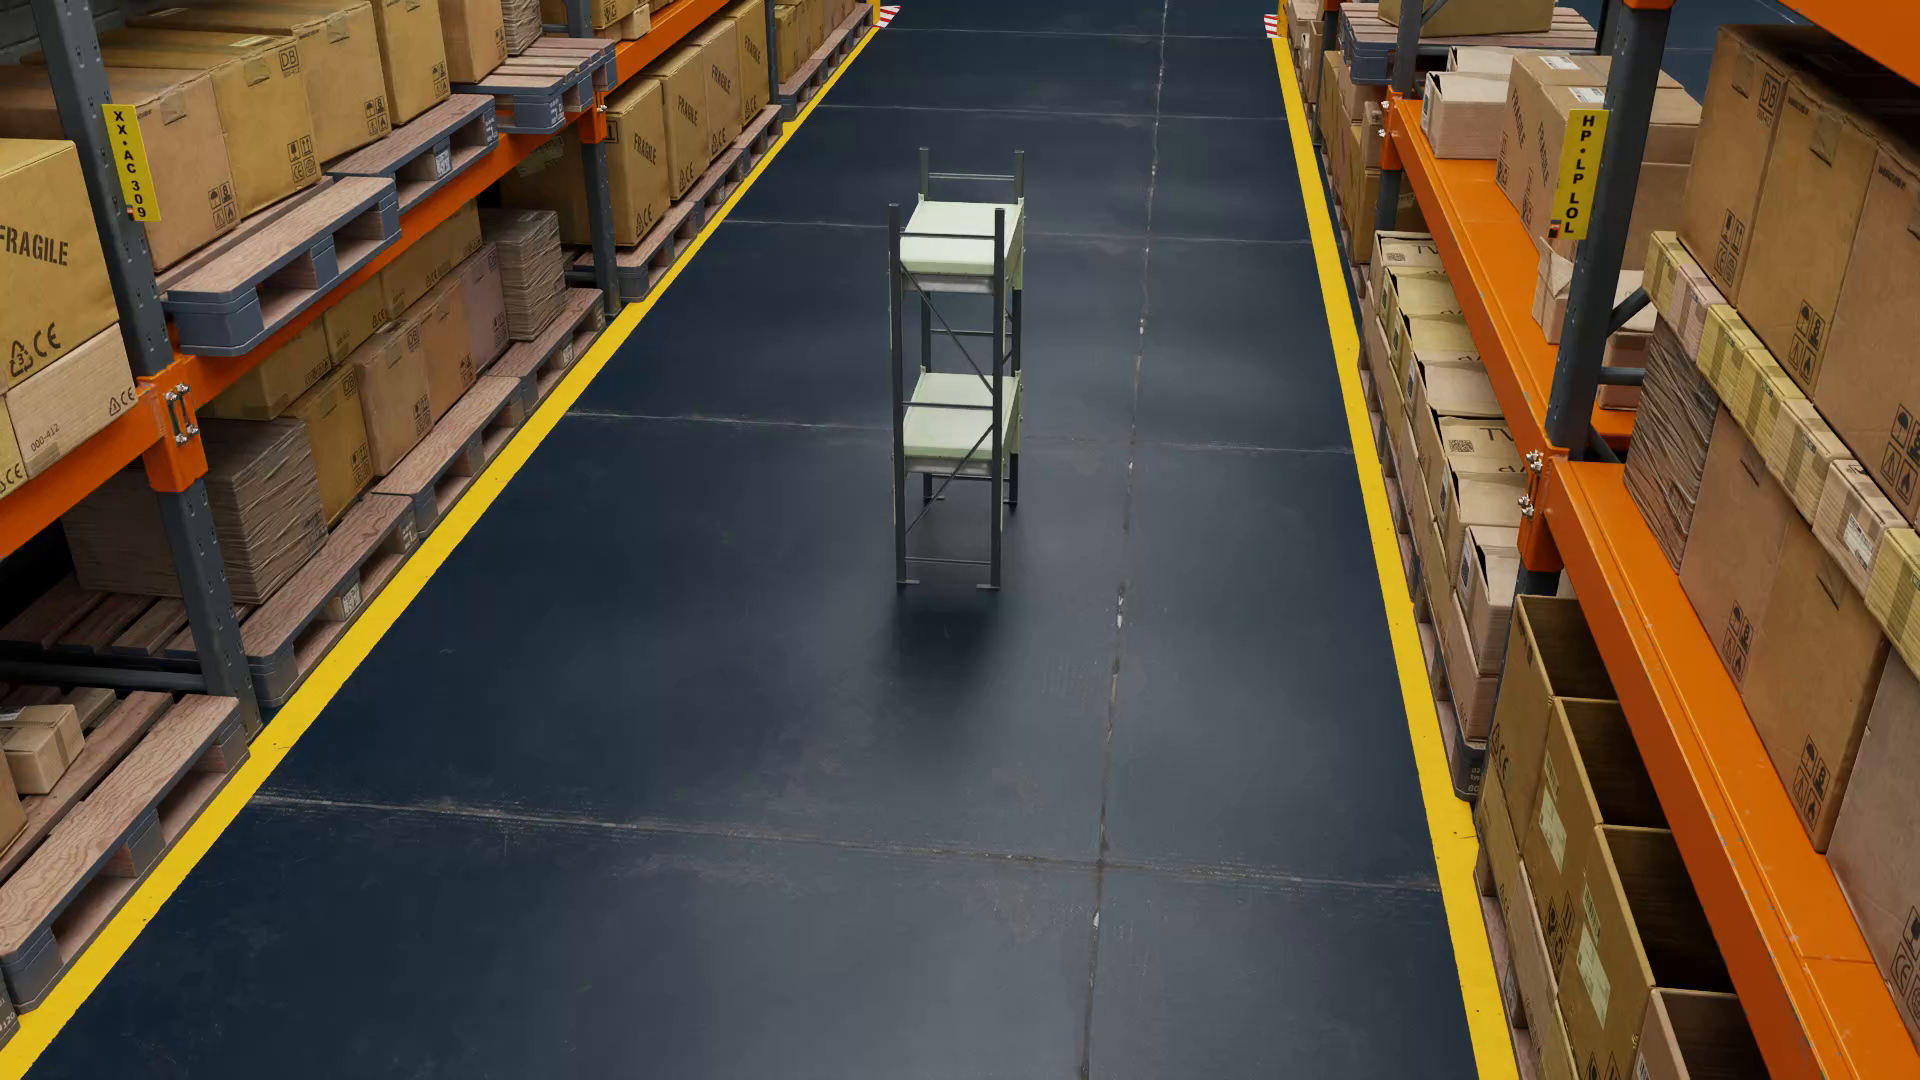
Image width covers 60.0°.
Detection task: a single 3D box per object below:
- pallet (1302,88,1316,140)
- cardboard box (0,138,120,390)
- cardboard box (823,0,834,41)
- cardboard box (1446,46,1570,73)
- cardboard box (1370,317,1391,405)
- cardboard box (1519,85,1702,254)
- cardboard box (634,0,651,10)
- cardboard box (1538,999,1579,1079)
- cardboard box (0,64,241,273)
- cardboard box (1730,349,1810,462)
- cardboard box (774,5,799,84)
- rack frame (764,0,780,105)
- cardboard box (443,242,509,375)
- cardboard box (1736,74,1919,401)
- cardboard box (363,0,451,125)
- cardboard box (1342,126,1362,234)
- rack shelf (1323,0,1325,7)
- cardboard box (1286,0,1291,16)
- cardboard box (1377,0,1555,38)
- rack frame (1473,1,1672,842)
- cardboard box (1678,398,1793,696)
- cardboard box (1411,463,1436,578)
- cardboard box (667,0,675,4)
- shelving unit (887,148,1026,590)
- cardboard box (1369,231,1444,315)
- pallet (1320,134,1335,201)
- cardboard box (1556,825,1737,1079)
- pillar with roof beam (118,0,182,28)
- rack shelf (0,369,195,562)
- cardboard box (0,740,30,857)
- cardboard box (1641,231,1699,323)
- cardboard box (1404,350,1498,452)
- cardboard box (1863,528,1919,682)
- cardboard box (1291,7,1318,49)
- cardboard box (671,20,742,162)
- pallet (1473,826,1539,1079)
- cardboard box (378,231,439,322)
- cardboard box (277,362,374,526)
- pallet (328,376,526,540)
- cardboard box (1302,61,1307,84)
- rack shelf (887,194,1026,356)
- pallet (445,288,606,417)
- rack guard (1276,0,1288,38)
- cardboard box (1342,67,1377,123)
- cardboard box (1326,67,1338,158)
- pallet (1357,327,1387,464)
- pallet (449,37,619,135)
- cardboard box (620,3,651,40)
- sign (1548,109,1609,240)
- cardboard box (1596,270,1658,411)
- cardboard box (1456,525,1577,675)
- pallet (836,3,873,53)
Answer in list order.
[{"bbox_3d":[3.143,-3.265,12.588,1.003,0.211,1.213,3,28,6],"label":"pallet"},{"bbox_3d":[-2.590,-0.722,4.274,0.500,0.500,0.500,3,28,6],"label":"cardboard box"},{"bbox_3d":[-1.477,-4.615,14.347,0.700,0.500,0.500,2,28,5],"label":"cardboard box"},{"bbox_3d":[2.480,-2.079,7.540,0.500,0.311,0.500,5,29,9],"label":"cardboard box"},{"bbox_3d":[2.152,-0.795,7.519,0.500,0.250,0.500,3,28,5],"label":"cardboard box"},{"bbox_3d":[2.314,-1.292,5.880,0.500,0.500,0.500,3,28,6],"label":"cardboard box"},{"bbox_3d":[-1.962,-3.216,9.117,0.500,0.500,0.500,4,29,8],"label":"cardboard box"},{"bbox_3d":[1.588,1.293,3.644,0.500,0.250,0.500,3,28,6],"label":"cardboard box"},{"bbox_3d":[-2.743,-1.165,5.181,0.700,0.500,0.500,3,29,6],"label":"cardboard box"},{"bbox_3d":[1.762,-0.255,3.271,0.380,0.149,0.250,3,28,6],"label":"cardboard box"},{"bbox_3d":[-1.665,-3.886,12.993,0.700,0.500,0.500,4,29,7],"label":"cardboard box"},{"bbox_3d":[-1.859,-4.455,11.857,1.000,3.000,0.127,3,28,6],"label":"rack frame"},{"bbox_3d":[-2.564,-1.088,7.779,0.700,0.500,0.500,3,28,6],"label":"cardboard box"},{"bbox_3d":[1.969,-0.572,3.175,0.700,0.500,0.500,3,28,6],"label":"cardboard box"},{"bbox_3d":[-2.527,-2.001,6.732,0.700,0.500,0.500,3,28,6],"label":"cardboard box"},{"bbox_3d":[2.514,-2.077,9.615,0.500,0.500,0.500,2,28,4],"label":"cardboard box"},{"bbox_3d":[3.303,-4.794,13.244,1.077,0.370,4.000,3,28,6],"label":"rack shelf"},{"bbox_3d":[3.156,-4.814,15.064,0.380,0.149,0.250,3,28,6],"label":"cardboard box"},{"bbox_3d":[2.533,-2.818,8.271,0.700,0.500,0.500,-6,29,-11],"label":"cardboard box"},{"bbox_3d":[2.078,-0.404,4.337,1.000,3.000,0.127,3,28,6],"label":"rack frame"},{"bbox_3d":[1.972,0.010,3.463,0.700,0.500,0.500,3,28,6],"label":"cardboard box"},{"bbox_3d":[1.967,-0.069,6.171,0.500,0.250,0.500,4,29,7],"label":"cardboard box"},{"bbox_3d":[-1.901,-3.335,10.021,0.380,0.149,0.250,4,29,6],"label":"cardboard box"},{"bbox_3d":[-0.001,-0.657,6.388,0.431,1.500,0.755,3,28,6],"label":"shelving unit"},{"bbox_3d":[2.213,-1.278,7.825,0.500,0.311,0.500,4,29,8],"label":"cardboard box"},{"bbox_3d":[2.996,-2.557,11.273,1.003,0.211,1.213,3,28,6],"label":"pallet"},{"bbox_3d":[1.588,0.963,3.466,0.500,0.500,0.500,3,28,6],"label":"cardboard box"},{"bbox_3d":[0.906,-4.402,5.433,9.100,9.000,0.400,3,28,6],"label":"pillar with roof beam"},{"bbox_3d":[-3.084,0.568,3.291,1.077,0.370,4.000,3,28,6],"label":"rack shelf"},{"bbox_3d":[-2.926,0.708,4.445,0.500,0.500,0.500,1,28,2],"label":"cardboard box"},{"bbox_3d":[1.853,-0.618,3.945,0.380,0.149,0.250,3,28,6],"label":"cardboard box"},{"bbox_3d":[2.029,-0.549,6.471,0.500,0.311,0.500,3,28,6],"label":"cardboard box"},{"bbox_3d":[1.667,0.111,2.591,0.380,0.149,0.250,3,28,6],"label":"cardboard box"},{"bbox_3d":[3.078,-4.325,14.051,0.500,0.250,0.500,3,28,6],"label":"cardboard box"},{"bbox_3d":[-1.915,-2.962,10.909,0.750,0.750,0.750,4,29,8],"label":"cardboard box"},{"bbox_3d":[1.939,1.196,4.308,1.003,0.211,1.213,3,28,6],"label":"pallet"},{"bbox_3d":[-2.575,-1.147,7.097,0.500,0.250,0.500,3,28,6],"label":"cardboard box"},{"bbox_3d":[-2.752,-0.377,6.458,0.700,0.500,0.500,3,28,5],"label":"cardboard box"},{"bbox_3d":[-2.598,-0.405,7.278,1.003,0.211,1.213,3,28,6],"label":"pallet"},{"bbox_3d":[2.833,-3.573,12.761,0.380,0.149,0.250,3,28,6],"label":"cardboard box"},{"bbox_3d":[-0.001,-1.001,6.203,0.431,0.370,0.720,3,28,6],"label":"rack shelf"},{"bbox_3d":[-2.446,-0.977,8.341,1.003,0.211,1.213,3,28,6],"label":"pallet"},{"bbox_3d":[3.539,-4.916,15.348,1.175,0.500,0.348,3,28,6],"label":"rack guard"},{"bbox_3d":[2.574,-2.672,9.929,0.500,0.250,0.500,3,28,5],"label":"cardboard box"},{"bbox_3d":[2.703,-2.797,10.951,0.500,0.500,0.500,4,29,7],"label":"cardboard box"},{"bbox_3d":[2.429,-0.674,7.778,1.003,0.211,1.213,3,28,6],"label":"pallet"},{"bbox_3d":[-2.330,-2.146,7.774,1.213,0.211,1.003,3,28,6],"label":"pallet"},{"bbox_3d":[-1.922,-2.851,9.122,0.380,0.149,0.250,4,29,8],"label":"cardboard box"},{"bbox_3d":[1.538,-0.905,4.131,0.100,0.325,0.005,3,28,6],"label":"sign"},{"bbox_3d":[2.095,-0.572,4.807,0.500,0.250,0.500,5,29,9],"label":"cardboard box"},{"bbox_3d":[1.843,0.168,5.141,0.500,0.311,0.500,3,28,6],"label":"cardboard box"},{"bbox_3d":[-1.389,-4.730,15.307,1.003,0.211,1.213,3,28,6],"label":"pallet"}]
